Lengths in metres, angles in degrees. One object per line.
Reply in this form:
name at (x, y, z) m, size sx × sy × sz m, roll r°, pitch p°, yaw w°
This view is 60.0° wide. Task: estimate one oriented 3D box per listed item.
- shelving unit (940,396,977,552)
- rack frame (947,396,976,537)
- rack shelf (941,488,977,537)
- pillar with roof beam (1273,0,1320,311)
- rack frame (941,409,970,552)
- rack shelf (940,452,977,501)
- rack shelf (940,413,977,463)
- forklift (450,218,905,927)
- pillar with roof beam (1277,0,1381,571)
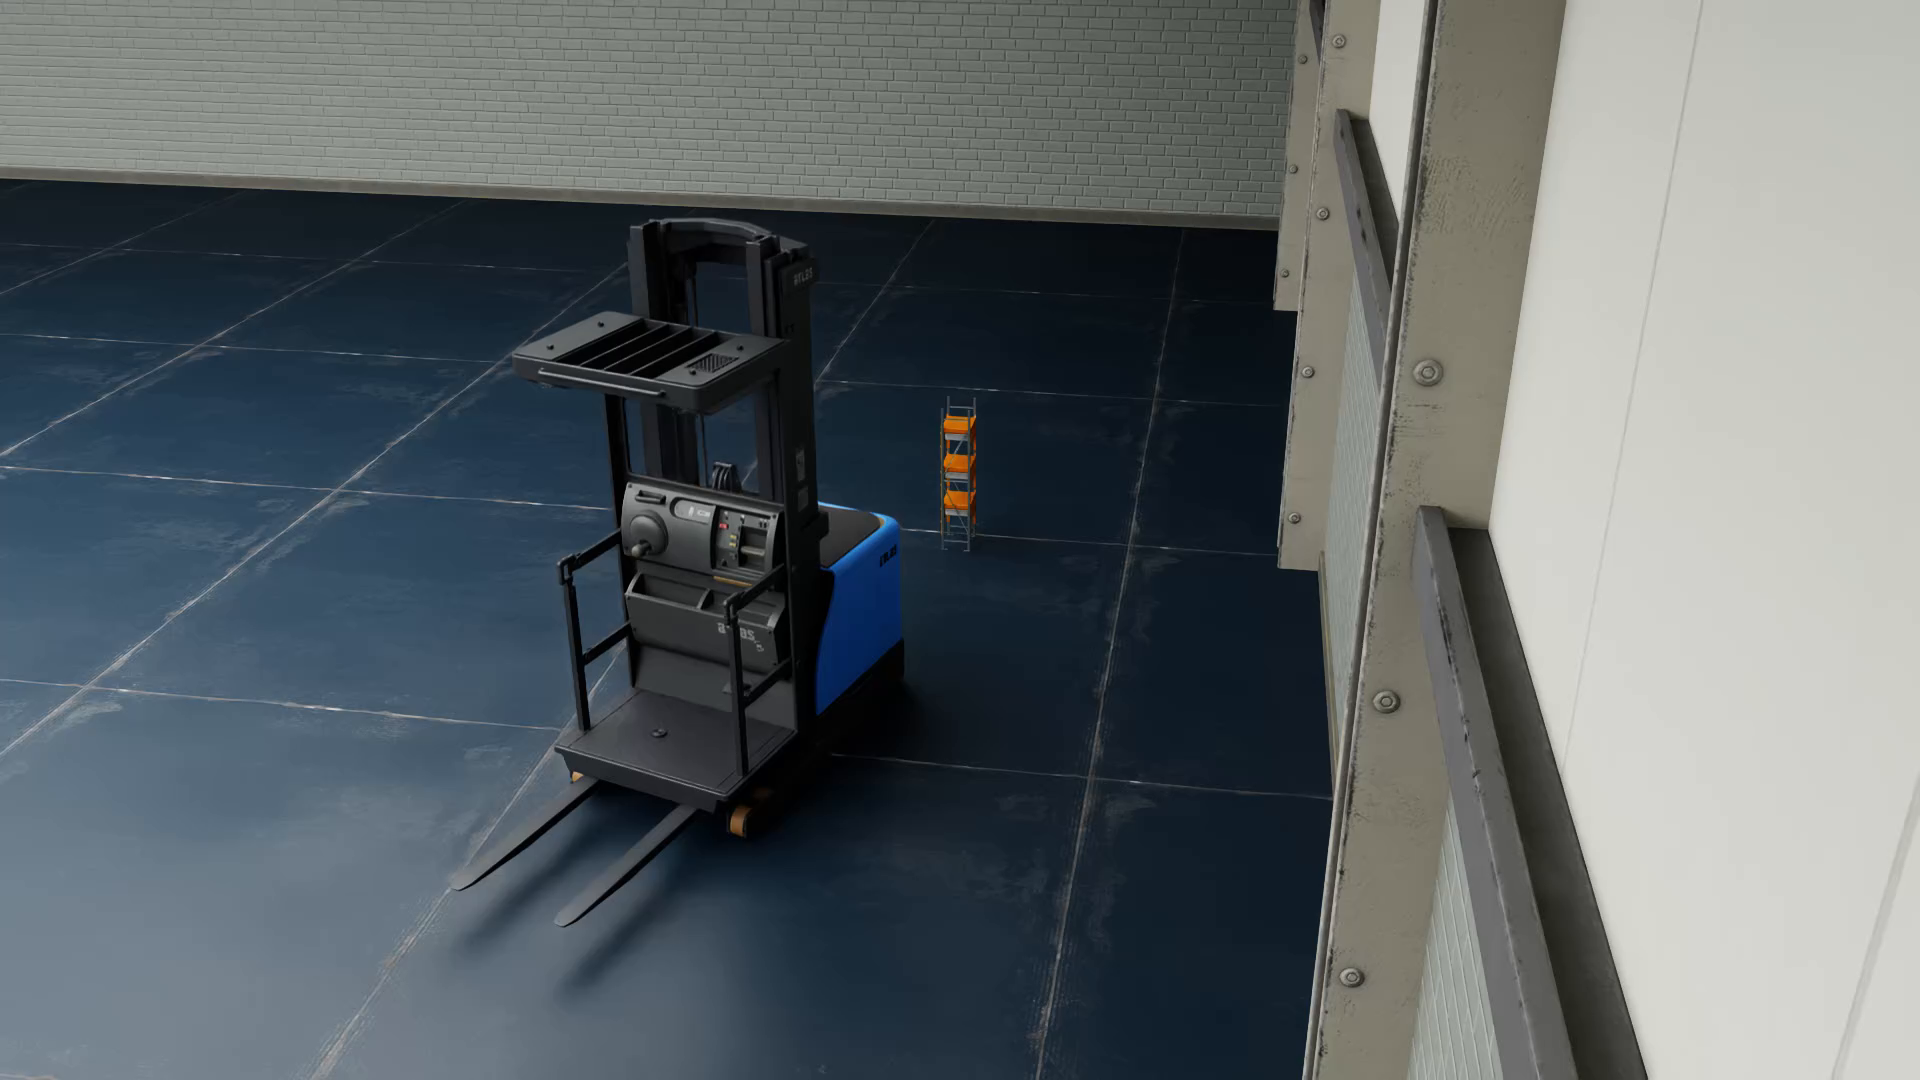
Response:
shelving unit at (-0.009, -0.453, 11.524) m, size 0.215 × 1.050 × 0.252 m, roll 4°, pitch 25°, yaw 9°
rack frame at (0.011, -0.504, 11.633) m, size 0.200 × 1.050 × 0.008 m, roll 4°, pitch 25°, yaw 9°
rack shelf at (-0.009, -0.192, 11.646) m, size 0.215 × 0.259 × 0.240 m, roll 4°, pitch 25°, yaw 9°
pillar with roof beam at (-0.907, -6.764, 15.630) m, size 9.100 × 9.000 × 0.400 m, roll 4°, pitch 25°, yaw 9°
rack frame at (-0.029, -0.402, 11.415) m, size 0.200 × 1.050 × 0.008 m, roll 4°, pitch 25°, yaw 9°
rack shelf at (-0.009, -0.444, 11.528) m, size 0.215 × 0.259 × 0.240 m, roll 4°, pitch 25°, yaw 9°
rack shelf at (-0.009, -0.701, 11.408) m, size 0.215 × 0.259 × 0.240 m, roll 4°, pitch 25°, yaw 9°
forklift at (-1.430, -0.013, 8.365) m, size 1.130 × 2.935 × 3.031 m, roll 12°, pitch 28°, yaw 23°
pillar with roof beam at (-1.887, -4.255, 10.269) m, size 9.100 × 9.000 × 0.400 m, roll 4°, pitch 25°, yaw 9°
